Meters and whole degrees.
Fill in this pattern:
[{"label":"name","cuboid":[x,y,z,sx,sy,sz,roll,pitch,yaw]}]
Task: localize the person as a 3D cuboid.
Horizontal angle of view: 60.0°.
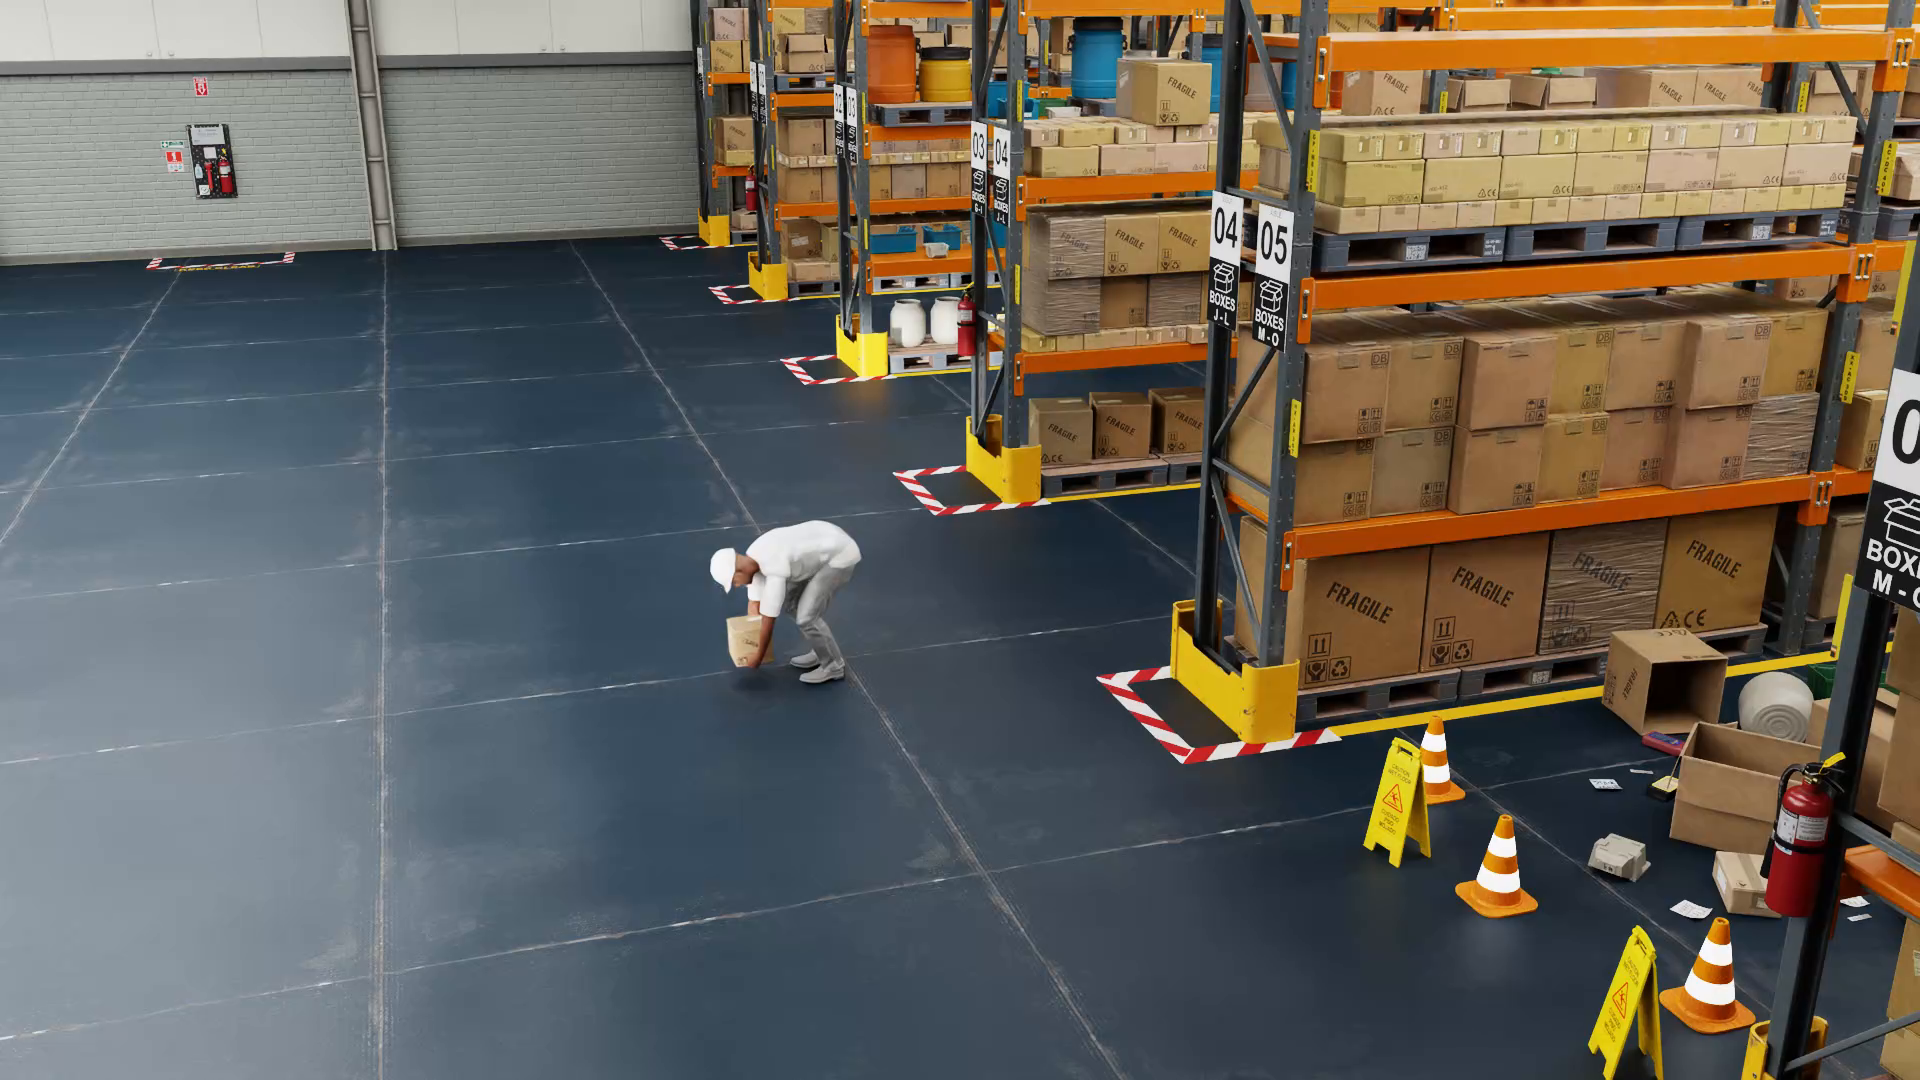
[{"label":"person","cuboid":[-1.145,0.272,10.867,0.918,1.355,0.475,-7,20,-19]}]
